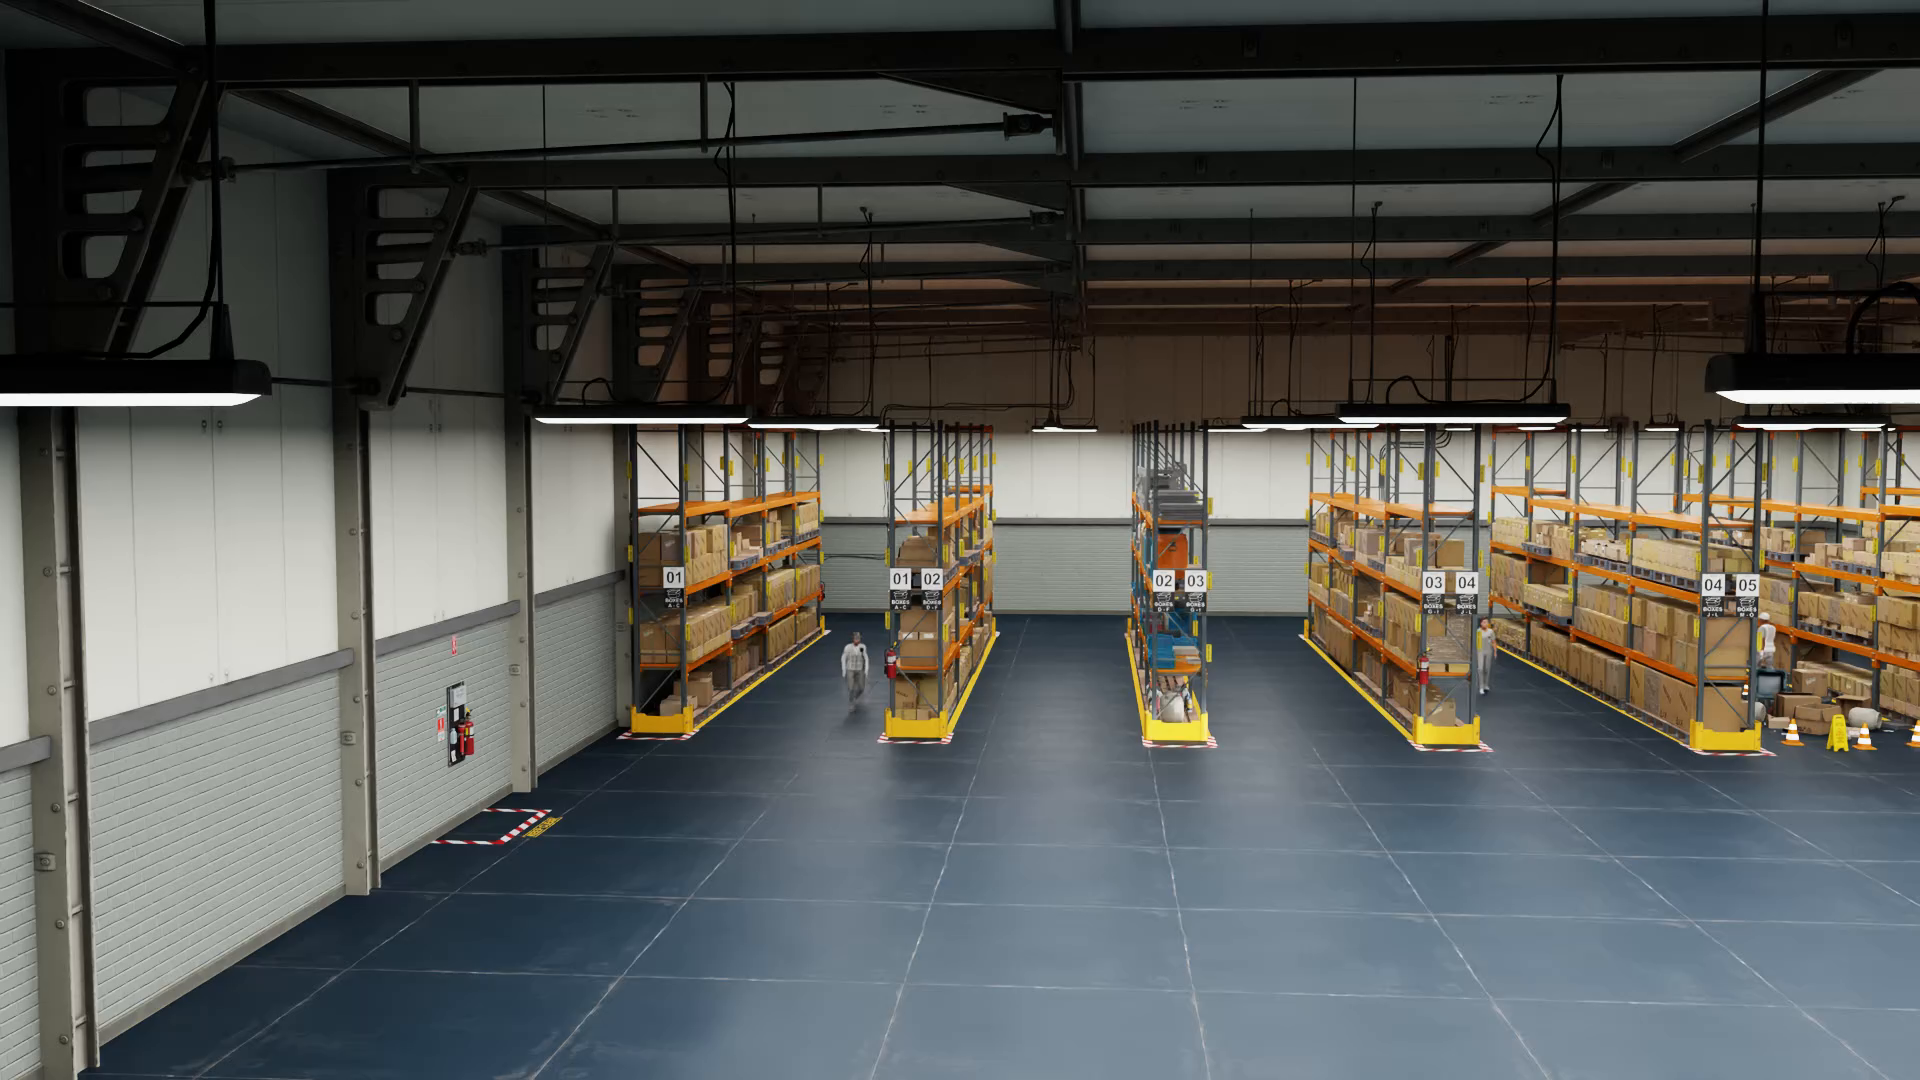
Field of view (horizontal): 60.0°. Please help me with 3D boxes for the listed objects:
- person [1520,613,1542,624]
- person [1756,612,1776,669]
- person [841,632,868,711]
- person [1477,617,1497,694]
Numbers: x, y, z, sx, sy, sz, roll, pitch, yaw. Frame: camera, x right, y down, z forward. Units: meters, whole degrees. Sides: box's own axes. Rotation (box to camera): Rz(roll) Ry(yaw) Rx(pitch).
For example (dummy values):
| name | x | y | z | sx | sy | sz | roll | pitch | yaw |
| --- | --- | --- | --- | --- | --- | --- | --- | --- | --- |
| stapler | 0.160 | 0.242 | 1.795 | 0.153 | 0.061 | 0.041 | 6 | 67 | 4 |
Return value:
| name | x | y | z | sx | sy | sz | roll | pitch | yaw |
| --- | --- | --- | --- | --- | --- | --- | --- | --- | --- |
| person | 16.172 | 1.843 | 47.206 | 0.824 | 1.772 | 0.542 | 1 | 4 | 9 |
| person | 17.898 | 2.518 | 36.886 | 0.533 | 1.816 | 0.555 | -1 | 4 | -10 |
| person | -2.202 | 2.715 | 34.657 | 0.552 | 1.655 | 0.577 | -1 | 4 | -14 |
| person | 11.688 | 2.555 | 37.037 | 0.498 | 1.702 | 0.639 | 0 | 4 | 7 |
